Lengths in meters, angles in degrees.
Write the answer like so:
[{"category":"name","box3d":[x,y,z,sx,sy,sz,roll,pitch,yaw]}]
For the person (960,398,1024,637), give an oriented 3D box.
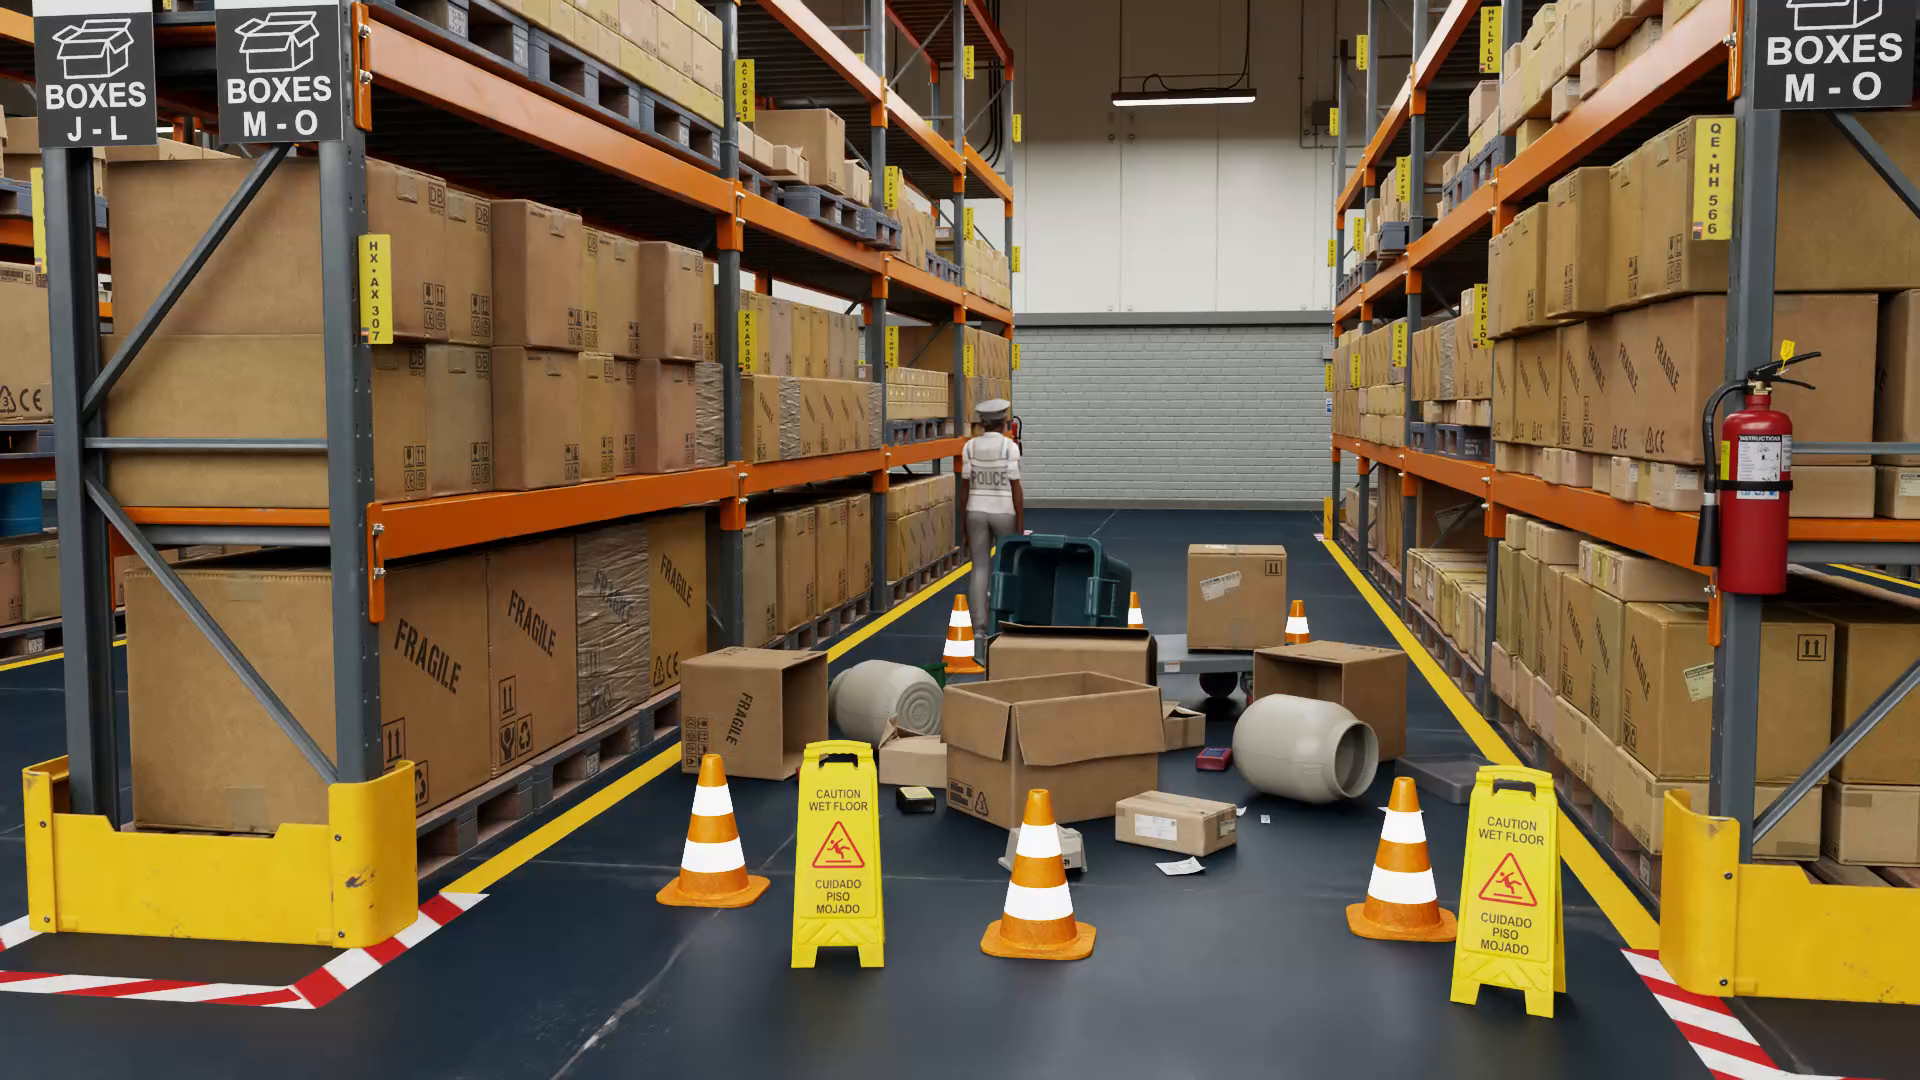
[{"category":"person","box3d":[0.254,-0.159,11.713,0.461,1.670,0.693,1,5,13]}]
